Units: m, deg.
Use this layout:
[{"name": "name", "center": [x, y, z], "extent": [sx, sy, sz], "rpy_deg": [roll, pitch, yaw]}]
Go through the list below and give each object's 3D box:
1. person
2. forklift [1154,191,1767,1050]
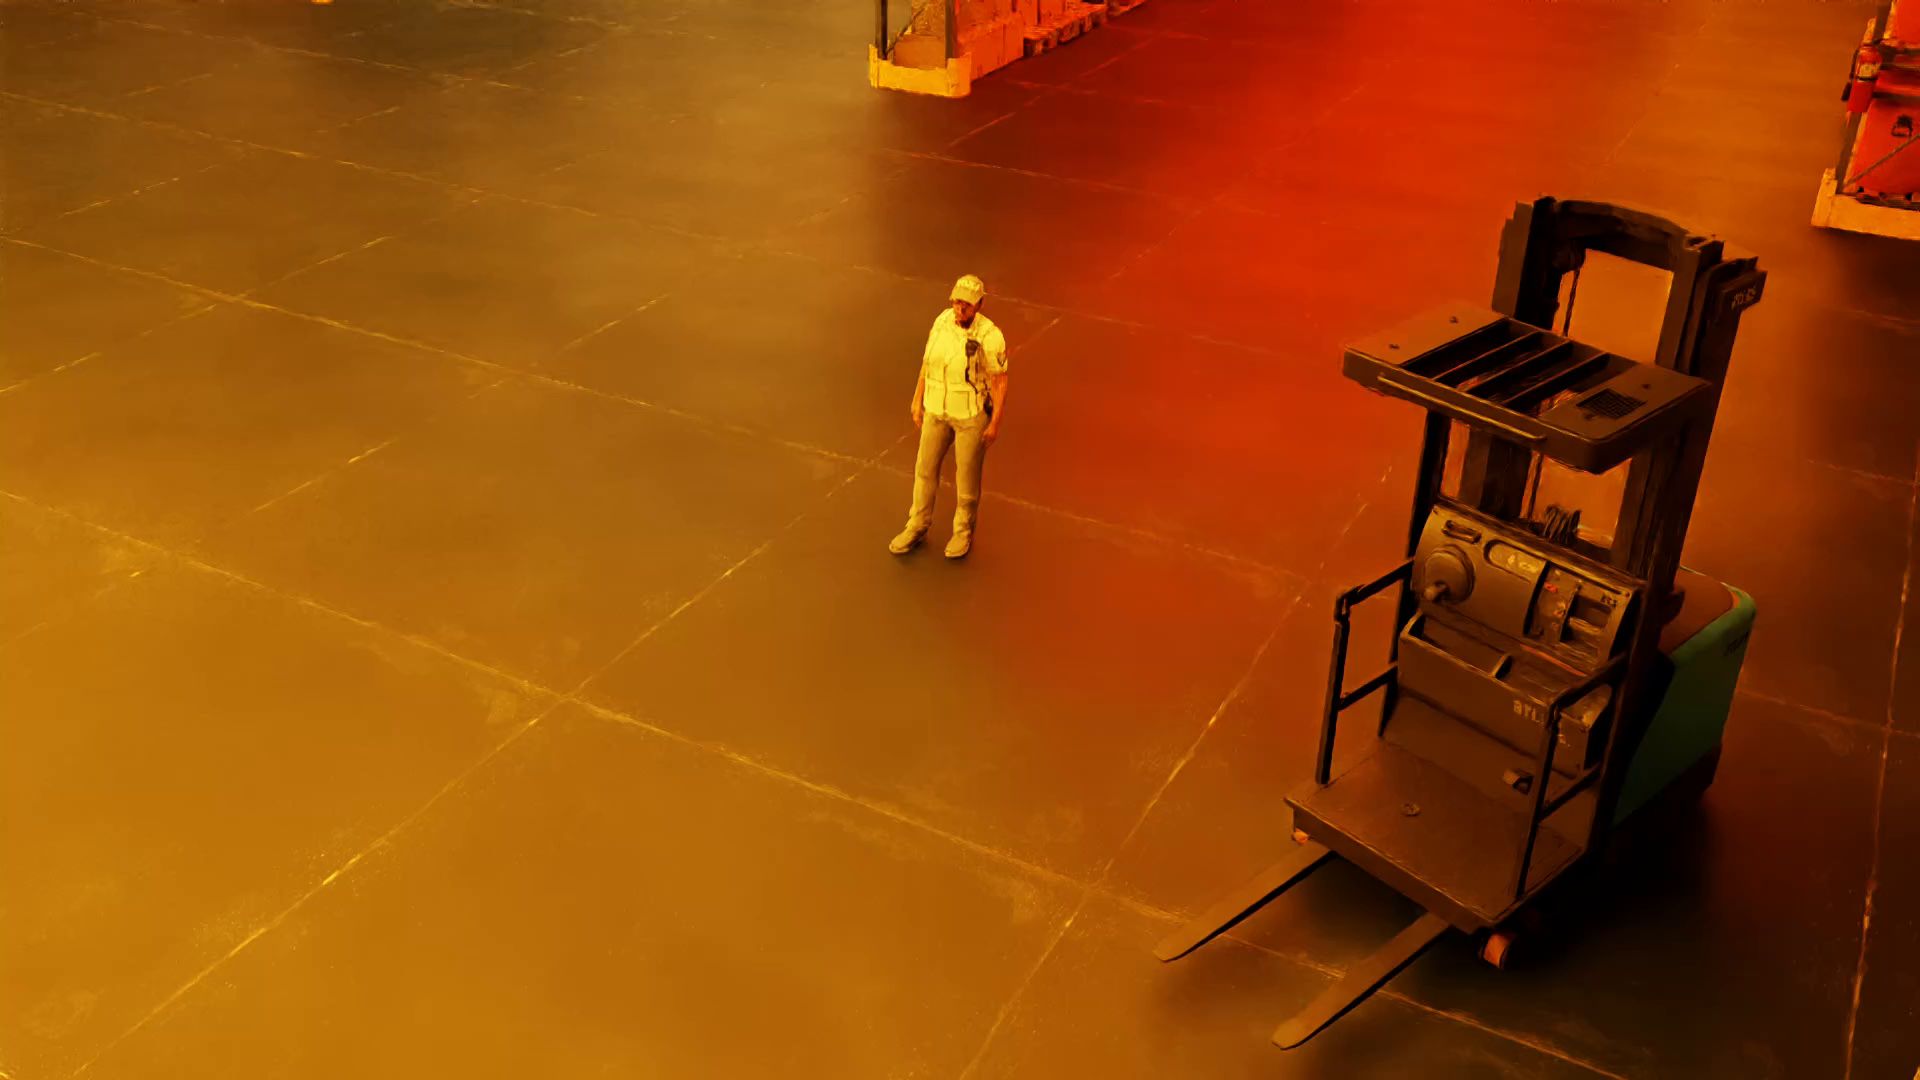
[{"name": "person", "center": [-0.057, -0.700, 9.534], "extent": [0.598, 1.669, 0.529], "rpy_deg": [15, 33, 25]}, {"name": "forklift", "center": [2.138, 0.214, 6.700], "extent": [3.031, 2.935, 1.130], "rpy_deg": [-24, 37, -35]}]
